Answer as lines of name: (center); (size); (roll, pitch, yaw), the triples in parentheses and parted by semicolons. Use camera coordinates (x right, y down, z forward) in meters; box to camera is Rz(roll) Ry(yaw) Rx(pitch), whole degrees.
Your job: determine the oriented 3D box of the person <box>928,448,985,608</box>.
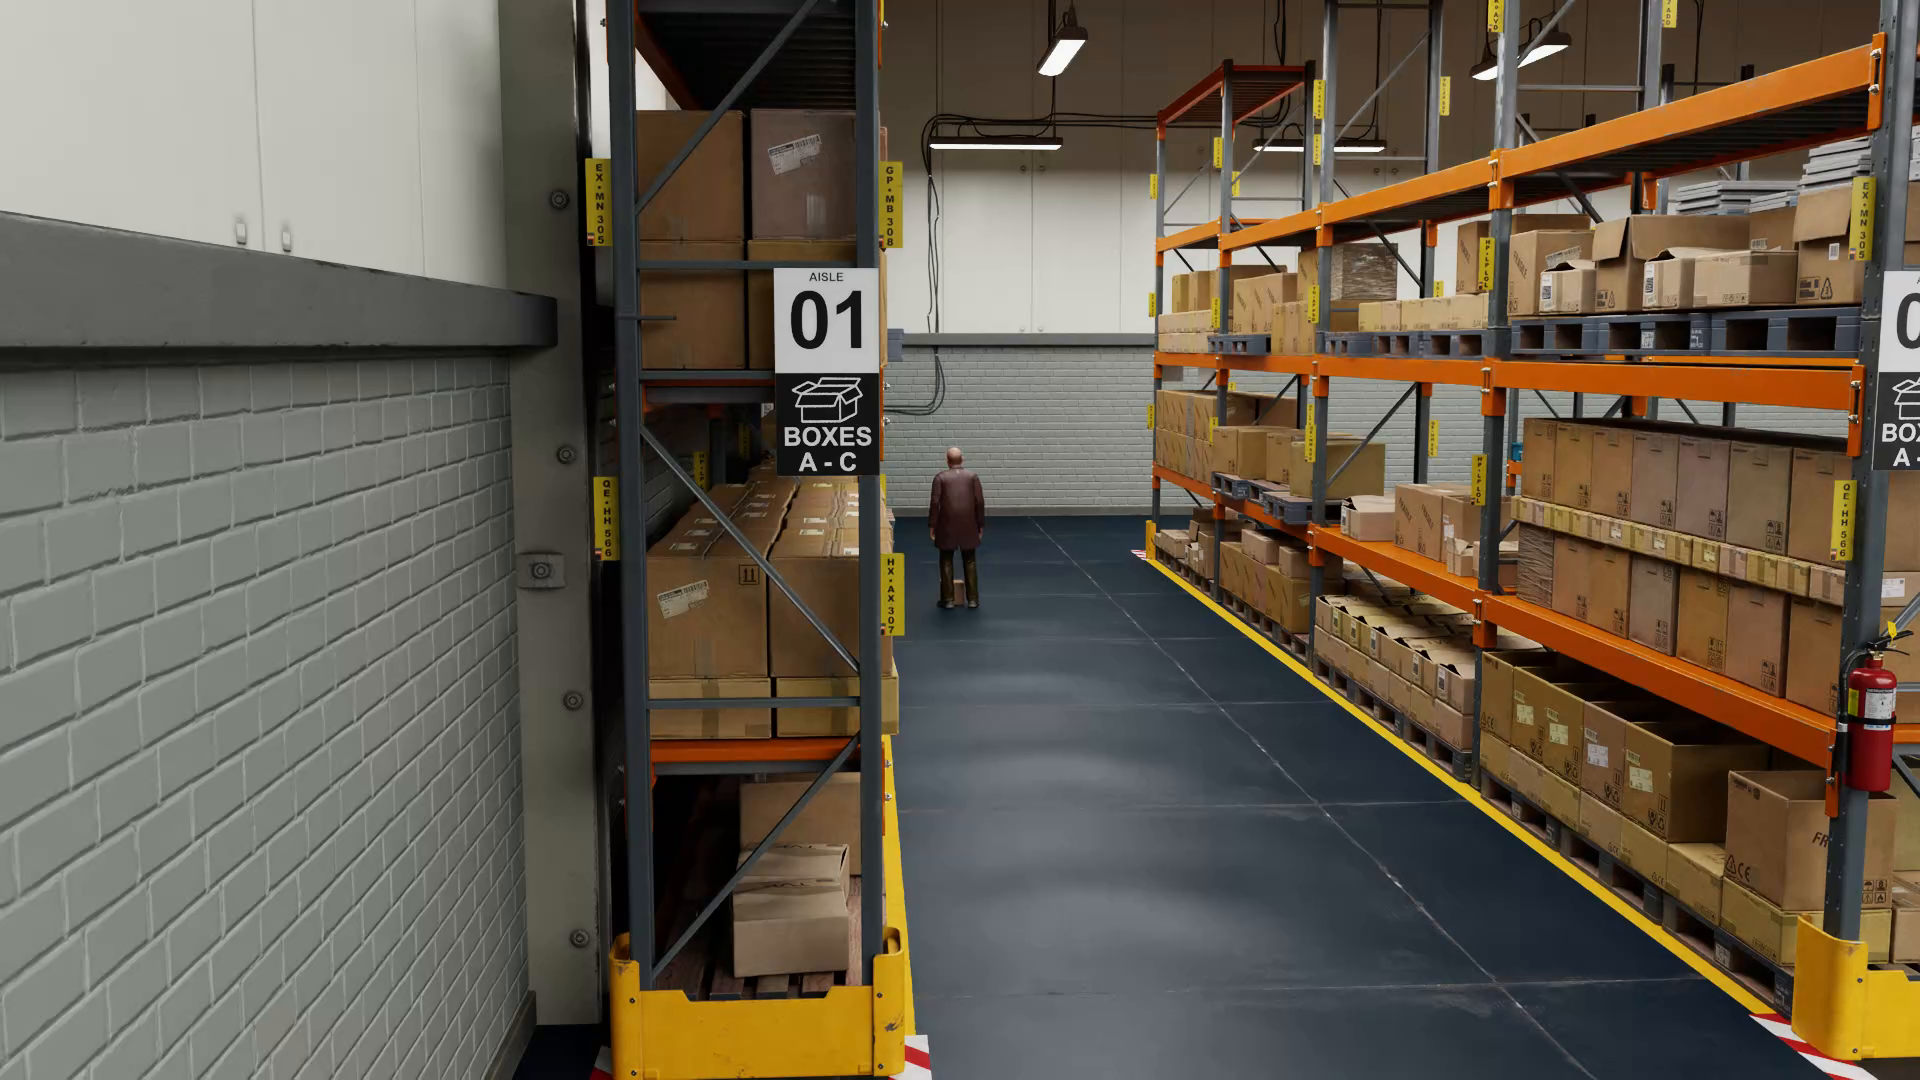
person: (-0.036, -0.138, 18.473); (0.642, 1.774, 0.425); (-1, 7, -9)
